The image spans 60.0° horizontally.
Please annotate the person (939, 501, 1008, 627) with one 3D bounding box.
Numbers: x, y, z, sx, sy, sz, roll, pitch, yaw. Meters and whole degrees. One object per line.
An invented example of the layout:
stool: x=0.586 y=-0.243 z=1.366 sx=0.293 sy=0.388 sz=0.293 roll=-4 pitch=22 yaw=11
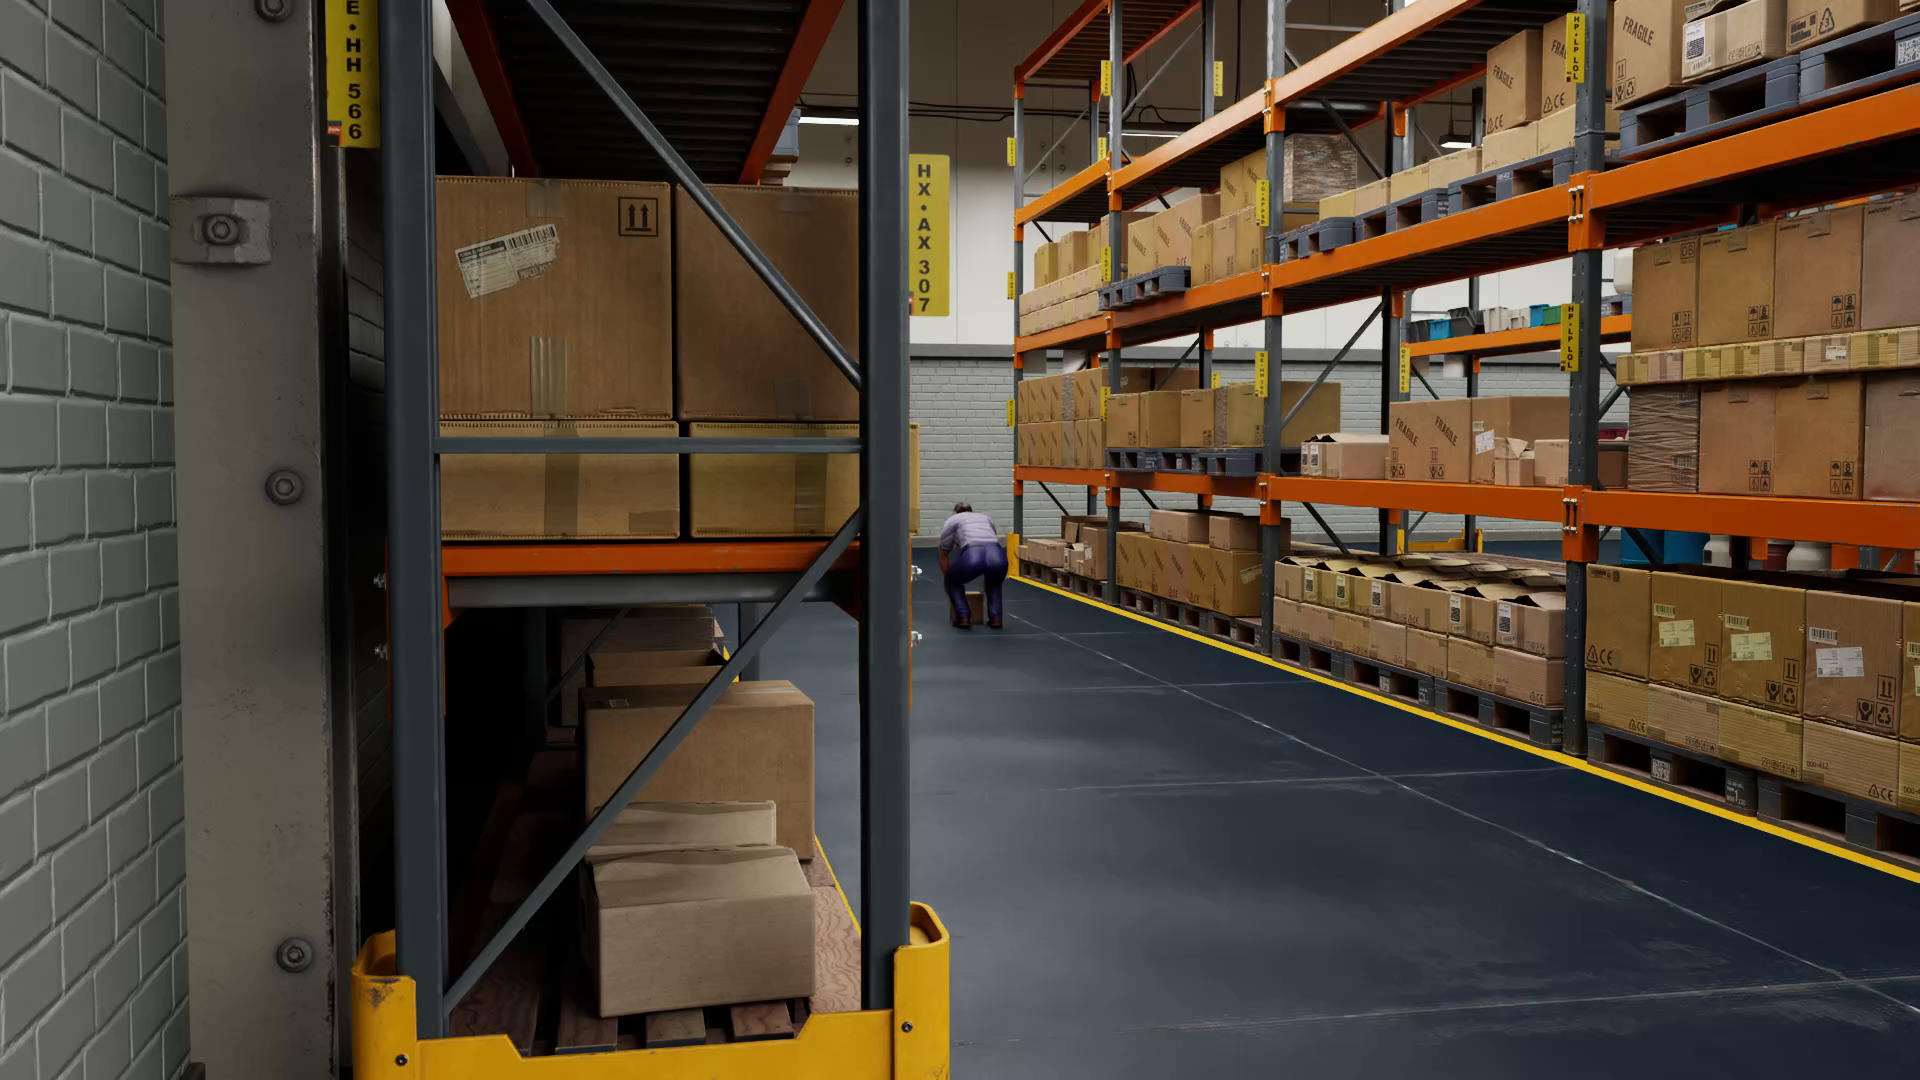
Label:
person: x=0.114 y=0.208 z=14.127 sx=0.534 sy=1.060 sz=0.785 roll=-1 pitch=3 yaw=-12
